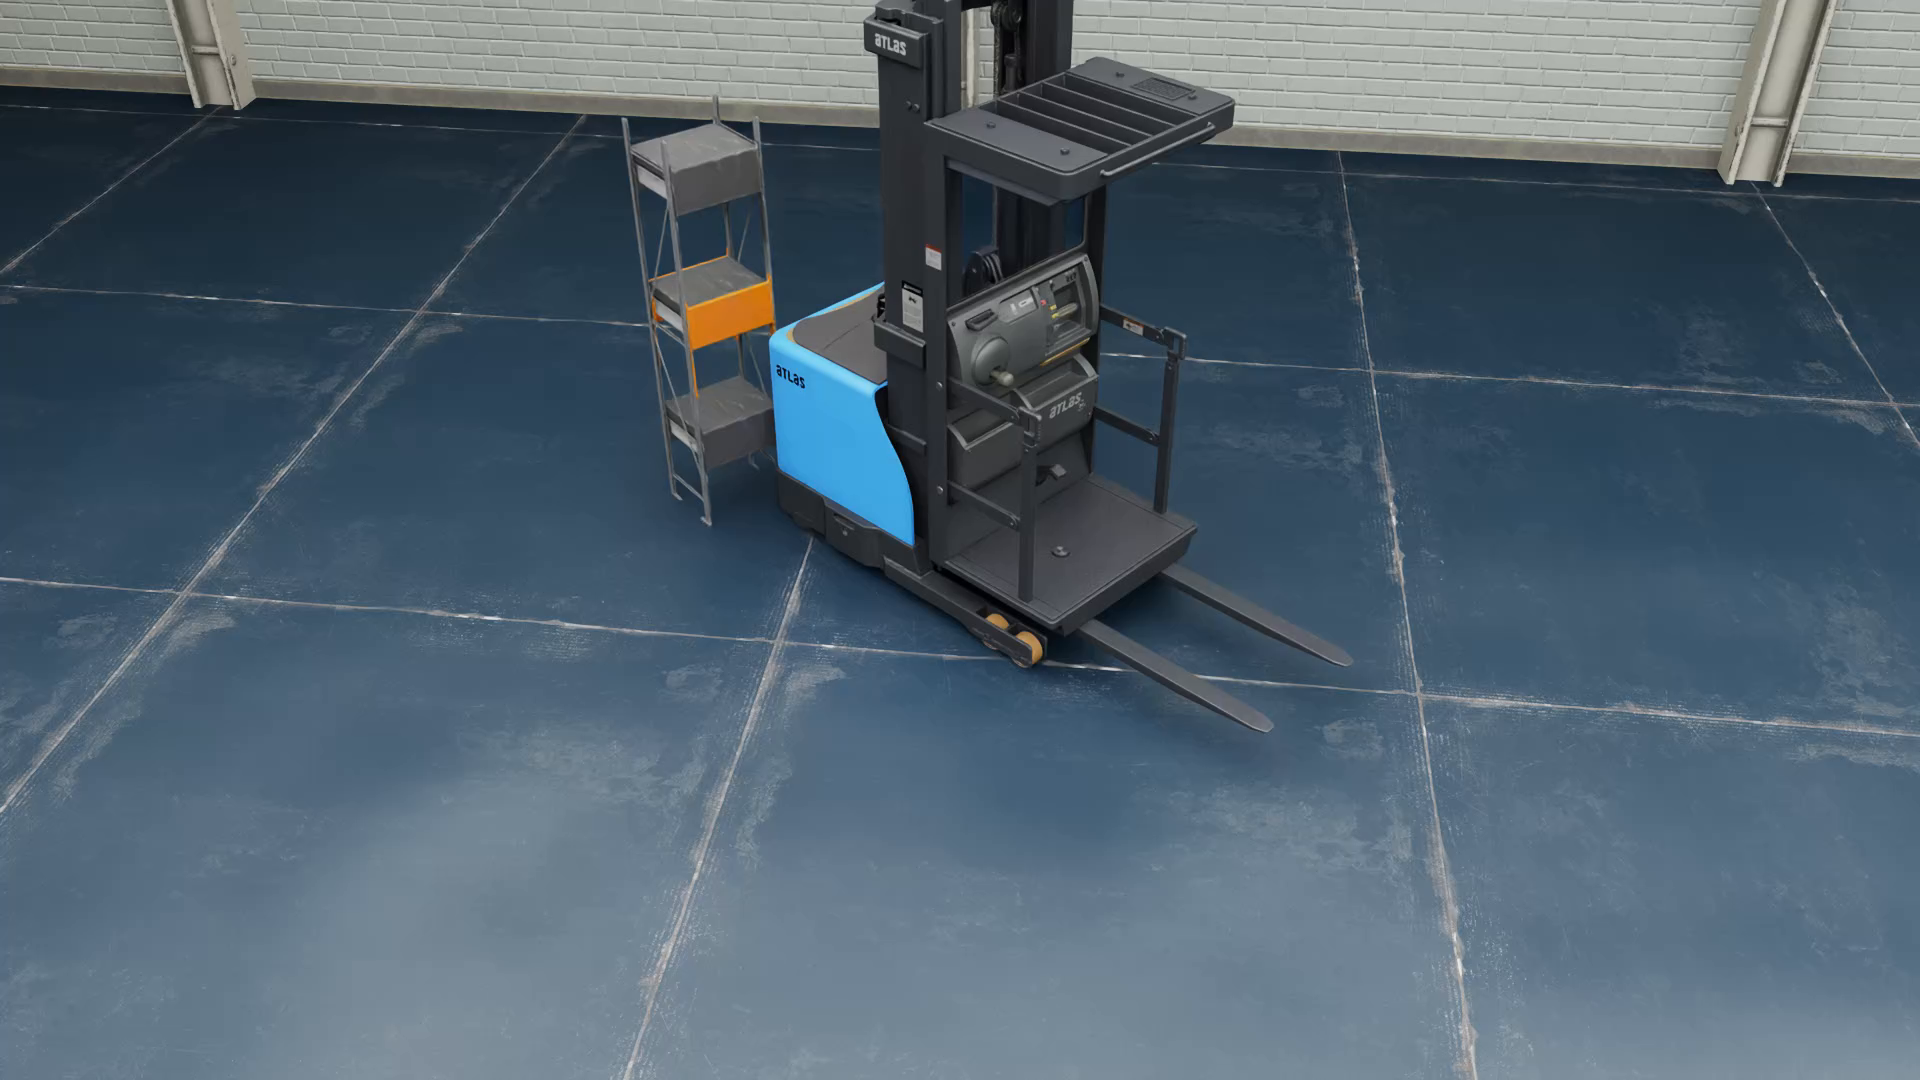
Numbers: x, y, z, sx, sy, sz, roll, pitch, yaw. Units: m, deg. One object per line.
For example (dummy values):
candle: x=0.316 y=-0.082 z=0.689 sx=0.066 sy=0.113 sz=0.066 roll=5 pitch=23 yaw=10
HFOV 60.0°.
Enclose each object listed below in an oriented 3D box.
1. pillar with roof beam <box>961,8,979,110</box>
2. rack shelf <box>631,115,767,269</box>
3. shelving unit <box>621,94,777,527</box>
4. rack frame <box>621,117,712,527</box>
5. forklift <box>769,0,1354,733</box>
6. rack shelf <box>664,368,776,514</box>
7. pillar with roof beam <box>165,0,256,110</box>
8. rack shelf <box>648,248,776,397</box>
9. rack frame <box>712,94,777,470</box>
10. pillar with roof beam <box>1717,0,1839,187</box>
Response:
pillar with roof beam: x=-0.619 y=-4.335 z=6.935 sx=0.400 sy=9.000 sz=9.100 roll=4 pitch=36 yaw=6
rack shelf: x=-1.253 y=-1.669 z=7.949 sx=0.480 sy=0.518 sz=0.431 roll=-24 pitch=42 yaw=-30
shelving unit: x=-1.245 y=-1.108 z=8.345 sx=0.503 sy=2.100 sz=0.431 roll=-24 pitch=42 yaw=-30
rack frame: x=-1.438 y=-1.020 z=8.224 sx=0.015 sy=2.100 sz=0.400 roll=-24 pitch=42 yaw=-30
forklift: x=0.450 y=-0.941 z=7.402 sx=3.031 sy=2.935 sz=1.130 roll=29 pitch=45 yaw=34
rack shelf: x=-1.237 y=-0.525 z=8.756 sx=0.480 sy=0.518 sz=0.431 roll=-24 pitch=42 yaw=-30
pillar with roof beam: x=-6.570 y=-4.779 z=7.557 sx=0.400 sy=9.000 sz=9.100 roll=4 pitch=36 yaw=6
rack shelf: x=-1.245 y=-1.097 z=8.353 sx=0.480 sy=0.518 sz=0.431 roll=-24 pitch=42 yaw=-30
rack frame: x=-1.052 y=-1.196 z=8.465 sx=0.015 sy=2.100 sz=0.400 roll=-24 pitch=42 yaw=-30
pillar with roof beam: x=5.332 y=-3.891 z=6.313 sx=0.400 sy=9.000 sz=9.100 roll=4 pitch=36 yaw=6
